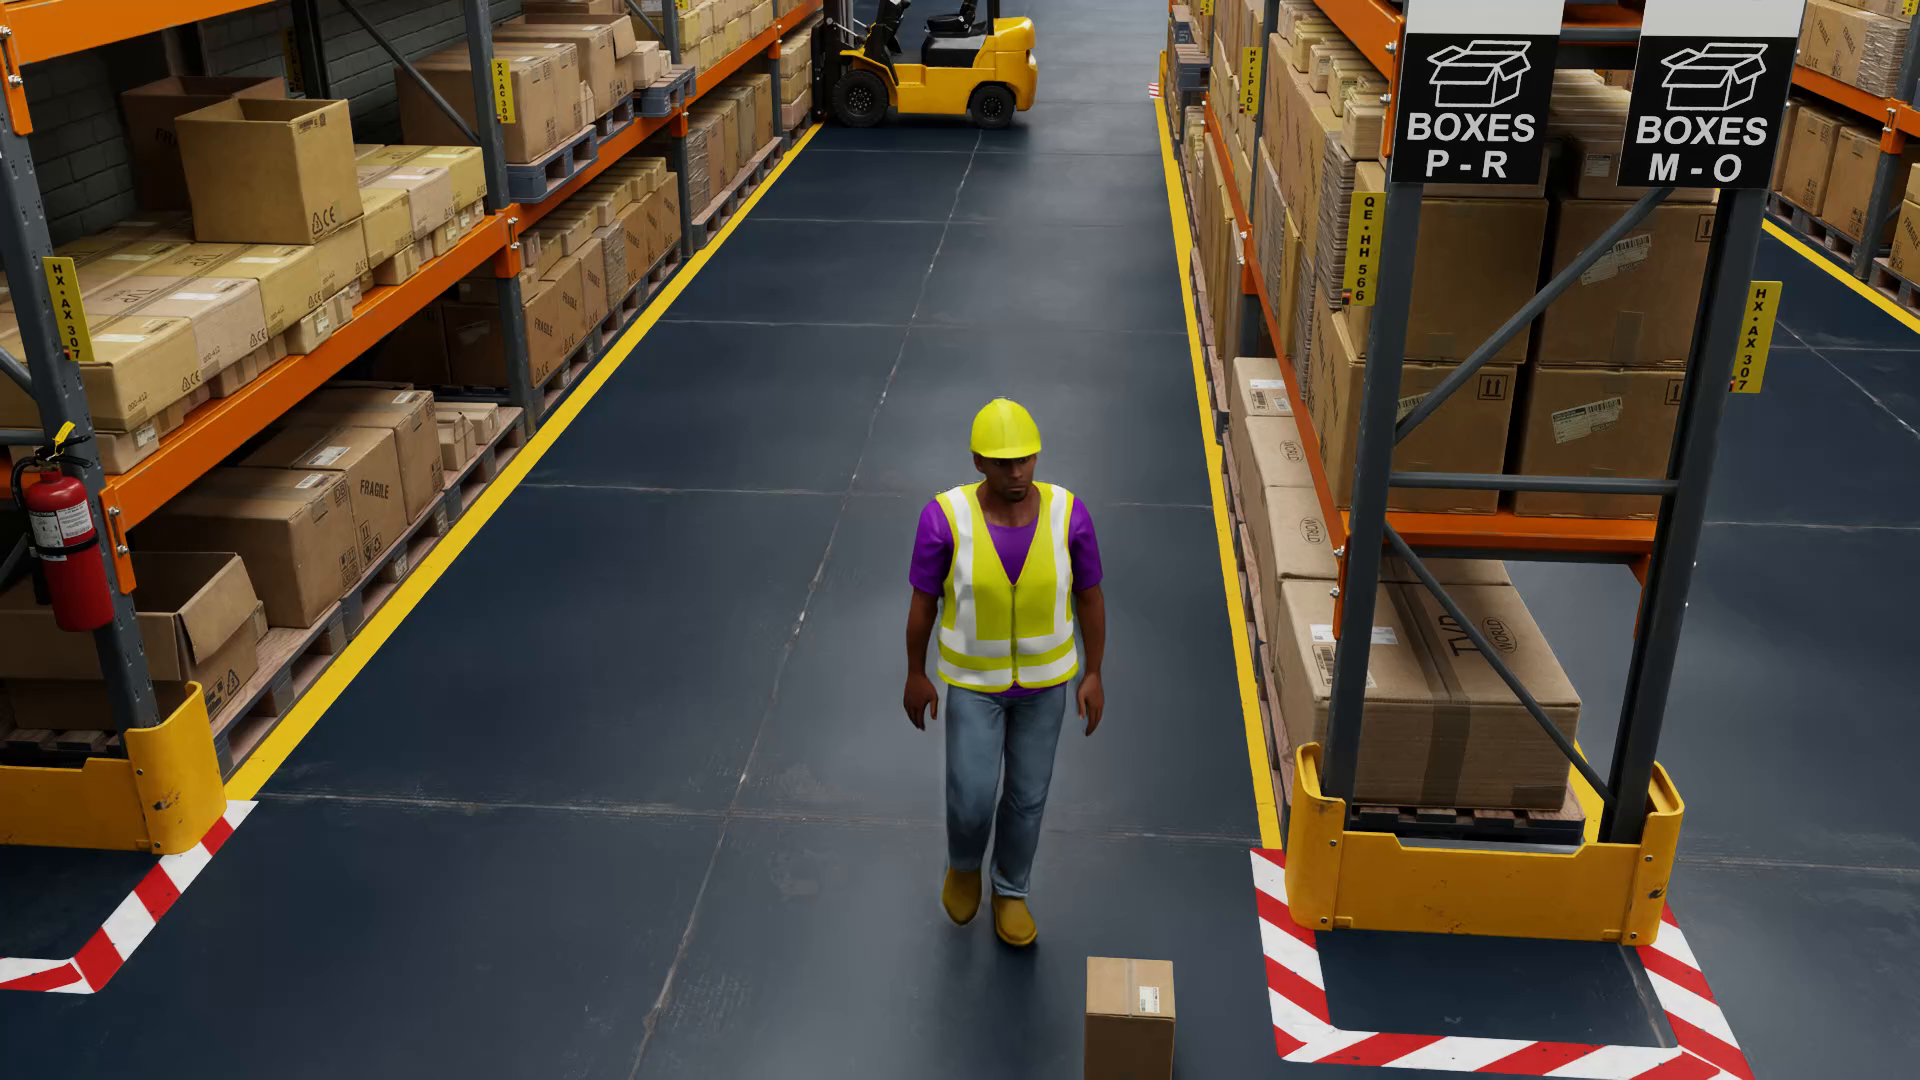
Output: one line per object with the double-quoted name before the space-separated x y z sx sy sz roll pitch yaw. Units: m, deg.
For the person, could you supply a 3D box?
"person" 0.149 0.444 5.066 0.620 1.770 0.469 -4 25 -9
